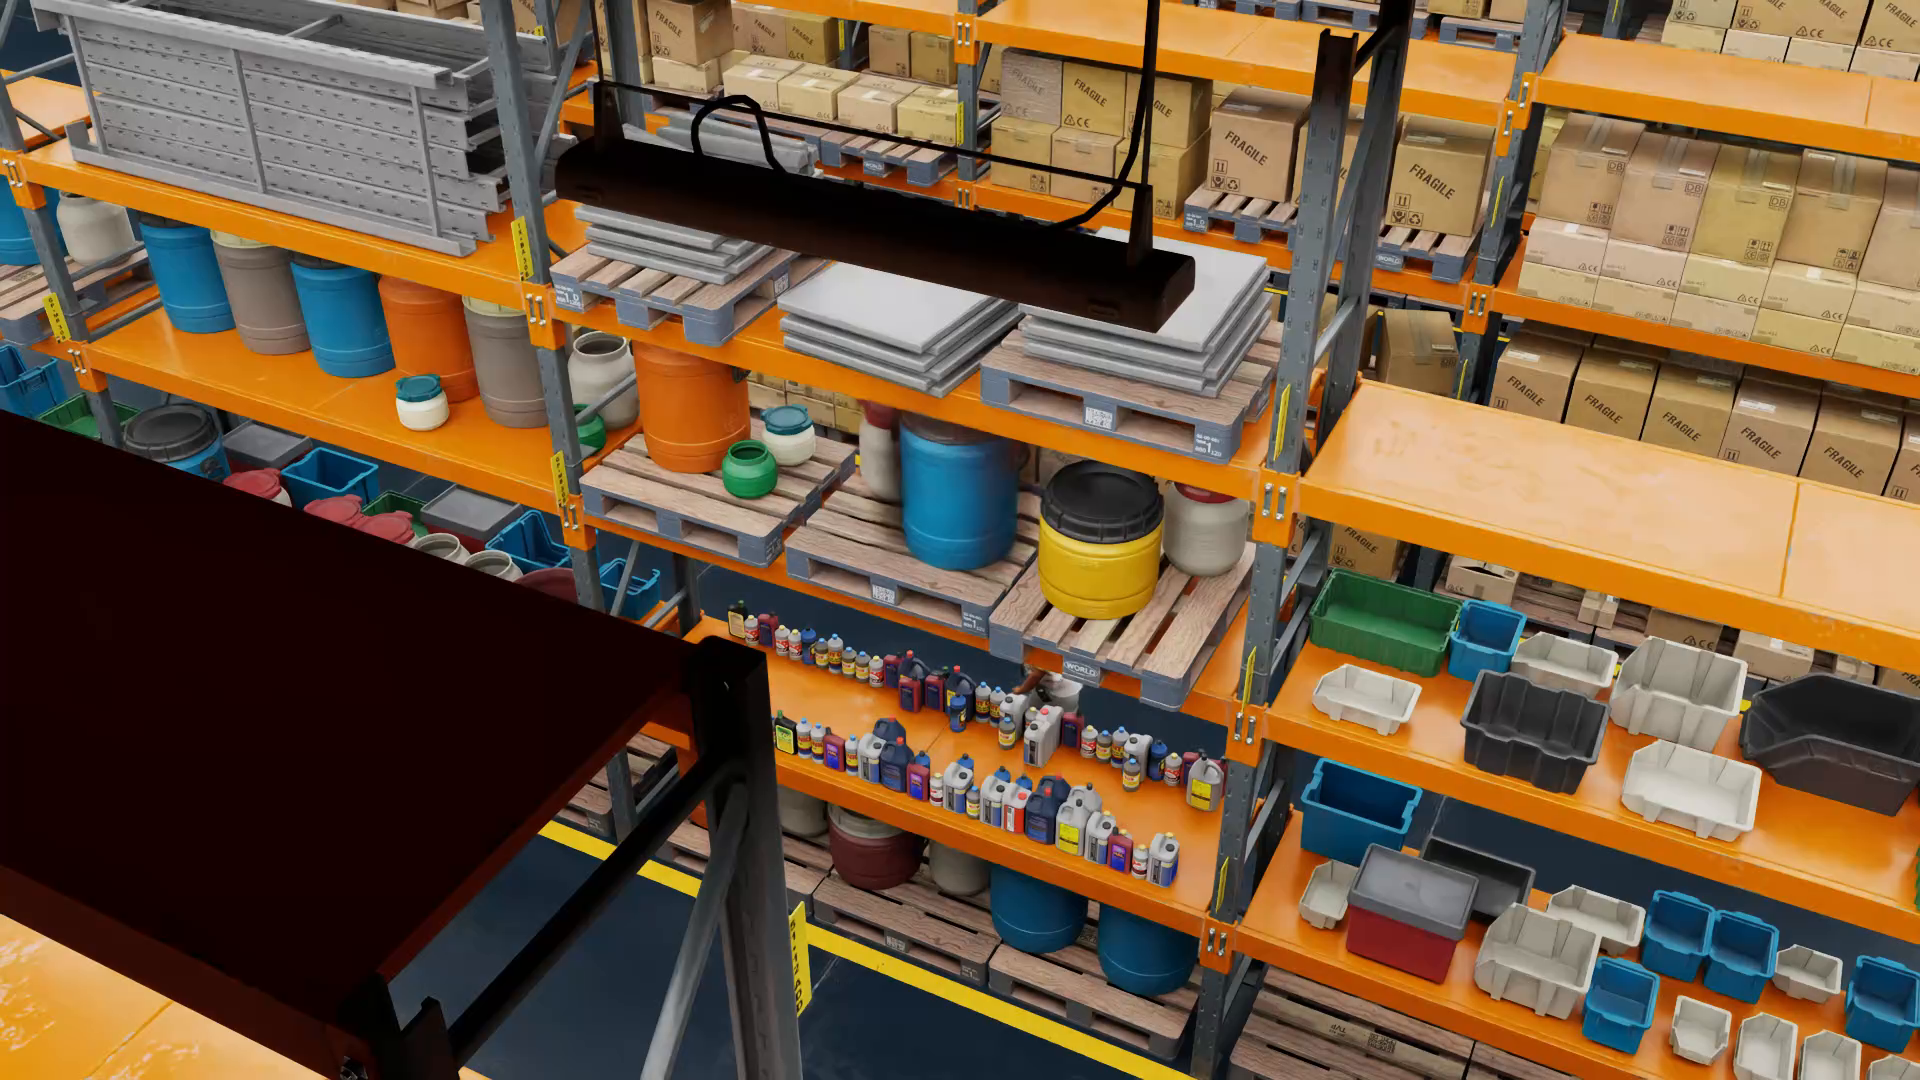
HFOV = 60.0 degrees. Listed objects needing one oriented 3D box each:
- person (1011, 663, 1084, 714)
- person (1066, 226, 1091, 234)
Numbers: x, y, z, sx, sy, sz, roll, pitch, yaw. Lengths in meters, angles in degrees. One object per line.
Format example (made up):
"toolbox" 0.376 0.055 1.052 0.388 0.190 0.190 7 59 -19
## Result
"person" 0.546 0.926 11.113 0.998 1.605 0.506 10 36 14
"person" 1.096 -2.995 16.702 0.961 1.607 0.500 3 35 4
